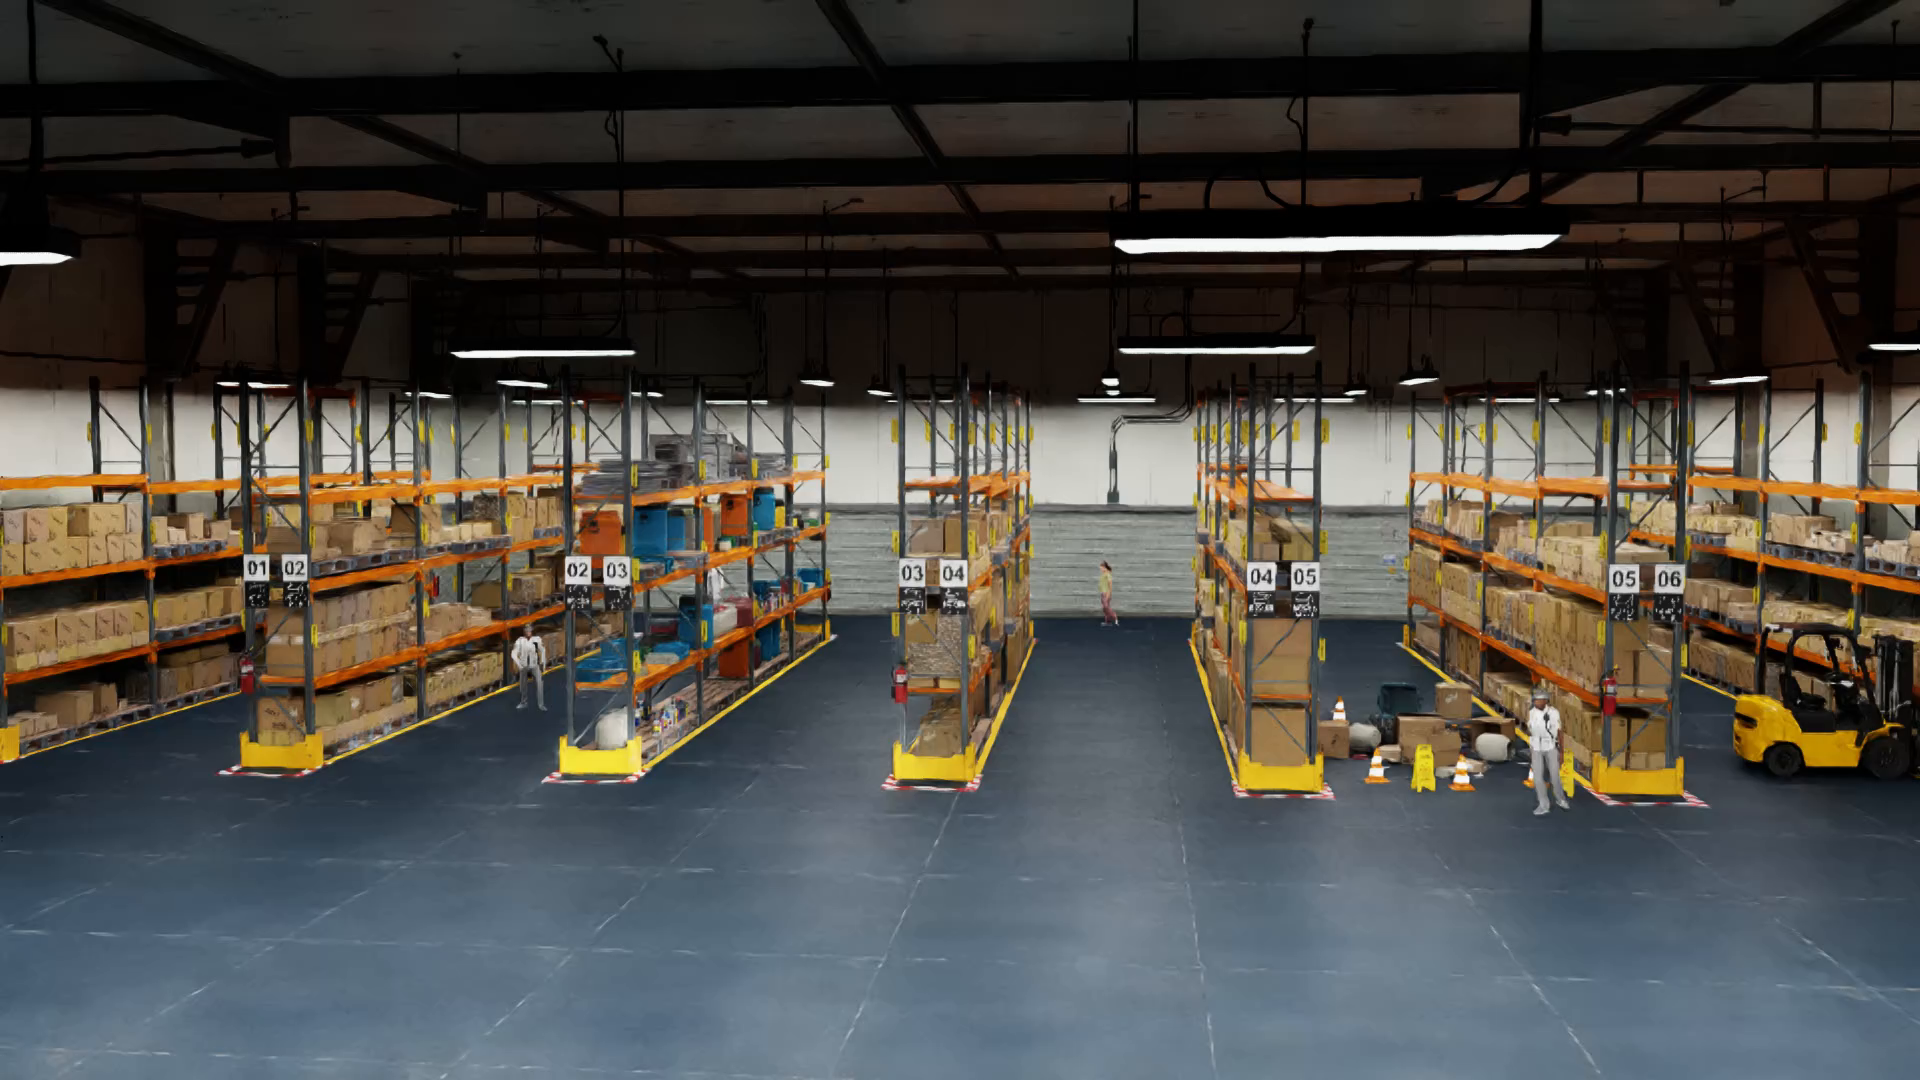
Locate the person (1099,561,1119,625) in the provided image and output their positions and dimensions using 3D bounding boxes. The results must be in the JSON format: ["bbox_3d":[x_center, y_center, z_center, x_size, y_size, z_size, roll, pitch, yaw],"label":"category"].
[{"bbox_3d":[3.867,1.385,43.227,0.442,1.668,0.627,-2,4,-26],"label":"person"}]

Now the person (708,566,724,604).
[{"bbox_3d":[-6.627,1.304,44.230,0.719,1.733,0.546,0,4,4],"label":"person"}]

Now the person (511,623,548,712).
[{"bbox_3d":[-7.738,2.269,29.944,0.639,1.610,0.807,-1,4,-11],"label":"person"}]

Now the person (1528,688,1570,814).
[{"bbox_3d":[7.766,2.768,21.927,0.520,1.663,0.543,3,5,42],"label":"person"}]
